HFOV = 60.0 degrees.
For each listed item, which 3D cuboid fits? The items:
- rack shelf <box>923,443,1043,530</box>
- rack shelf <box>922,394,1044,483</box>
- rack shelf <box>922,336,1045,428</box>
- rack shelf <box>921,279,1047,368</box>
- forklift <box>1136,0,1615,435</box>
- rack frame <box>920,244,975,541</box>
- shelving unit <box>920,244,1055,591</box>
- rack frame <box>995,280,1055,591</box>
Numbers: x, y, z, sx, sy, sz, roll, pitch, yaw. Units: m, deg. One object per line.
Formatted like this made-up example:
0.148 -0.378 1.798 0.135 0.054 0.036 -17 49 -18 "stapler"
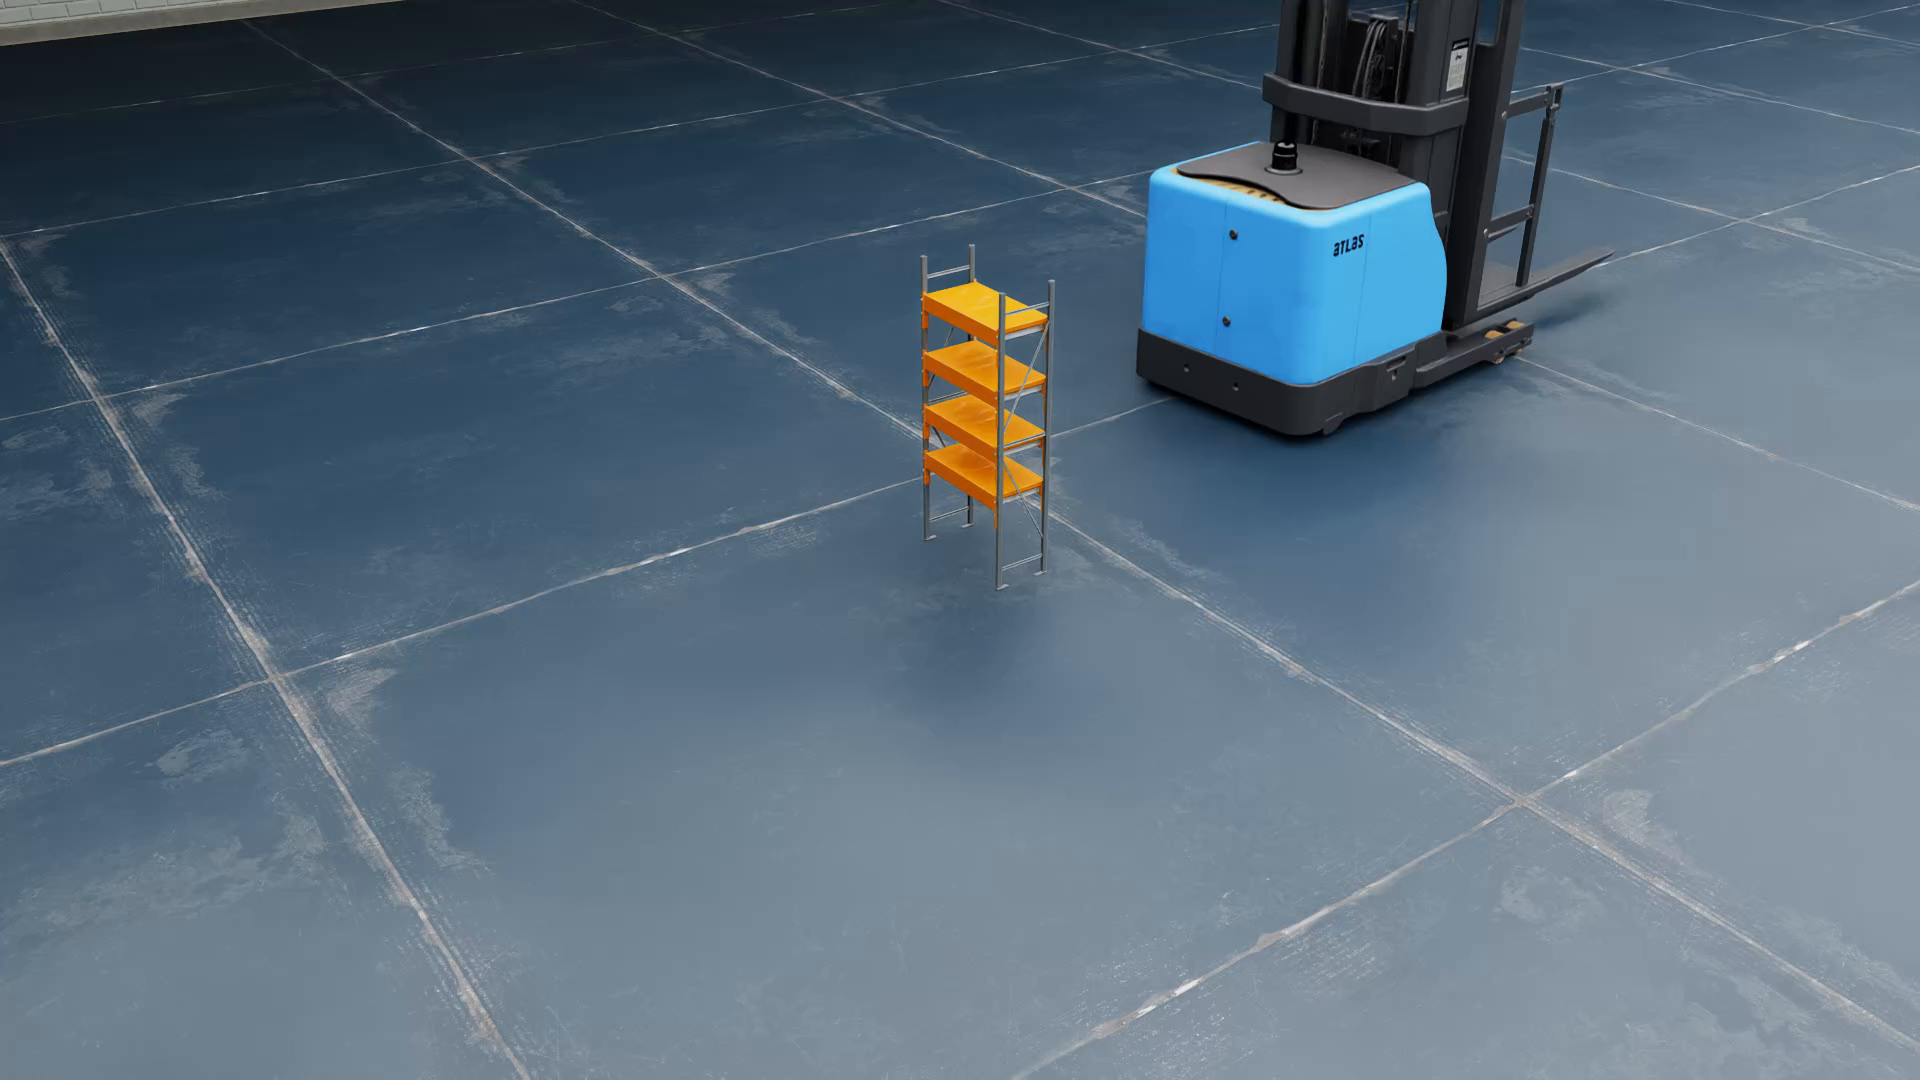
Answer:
0.096 -0.229 6.472 0.258 0.148 0.480 -19 34 -31 "rack shelf"
0.096 -0.404 6.377 0.258 0.148 0.480 -19 34 -31 "rack shelf"
0.096 -0.600 6.271 0.258 0.148 0.480 -19 34 -31 "rack shelf"
0.096 -0.808 6.158 0.258 0.148 0.480 -19 34 -31 "rack shelf"
2.292 -2.340 7.988 3.031 2.935 1.130 -23 36 -36 "forklift"
-0.046 -0.558 6.520 0.240 1.200 0.015 -19 34 -31 "rack frame"
0.096 -0.463 6.345 0.258 1.200 0.503 -19 34 -31 "shelving unit"
0.238 -0.368 6.170 0.240 1.200 0.015 -19 34 -31 "rack frame"
